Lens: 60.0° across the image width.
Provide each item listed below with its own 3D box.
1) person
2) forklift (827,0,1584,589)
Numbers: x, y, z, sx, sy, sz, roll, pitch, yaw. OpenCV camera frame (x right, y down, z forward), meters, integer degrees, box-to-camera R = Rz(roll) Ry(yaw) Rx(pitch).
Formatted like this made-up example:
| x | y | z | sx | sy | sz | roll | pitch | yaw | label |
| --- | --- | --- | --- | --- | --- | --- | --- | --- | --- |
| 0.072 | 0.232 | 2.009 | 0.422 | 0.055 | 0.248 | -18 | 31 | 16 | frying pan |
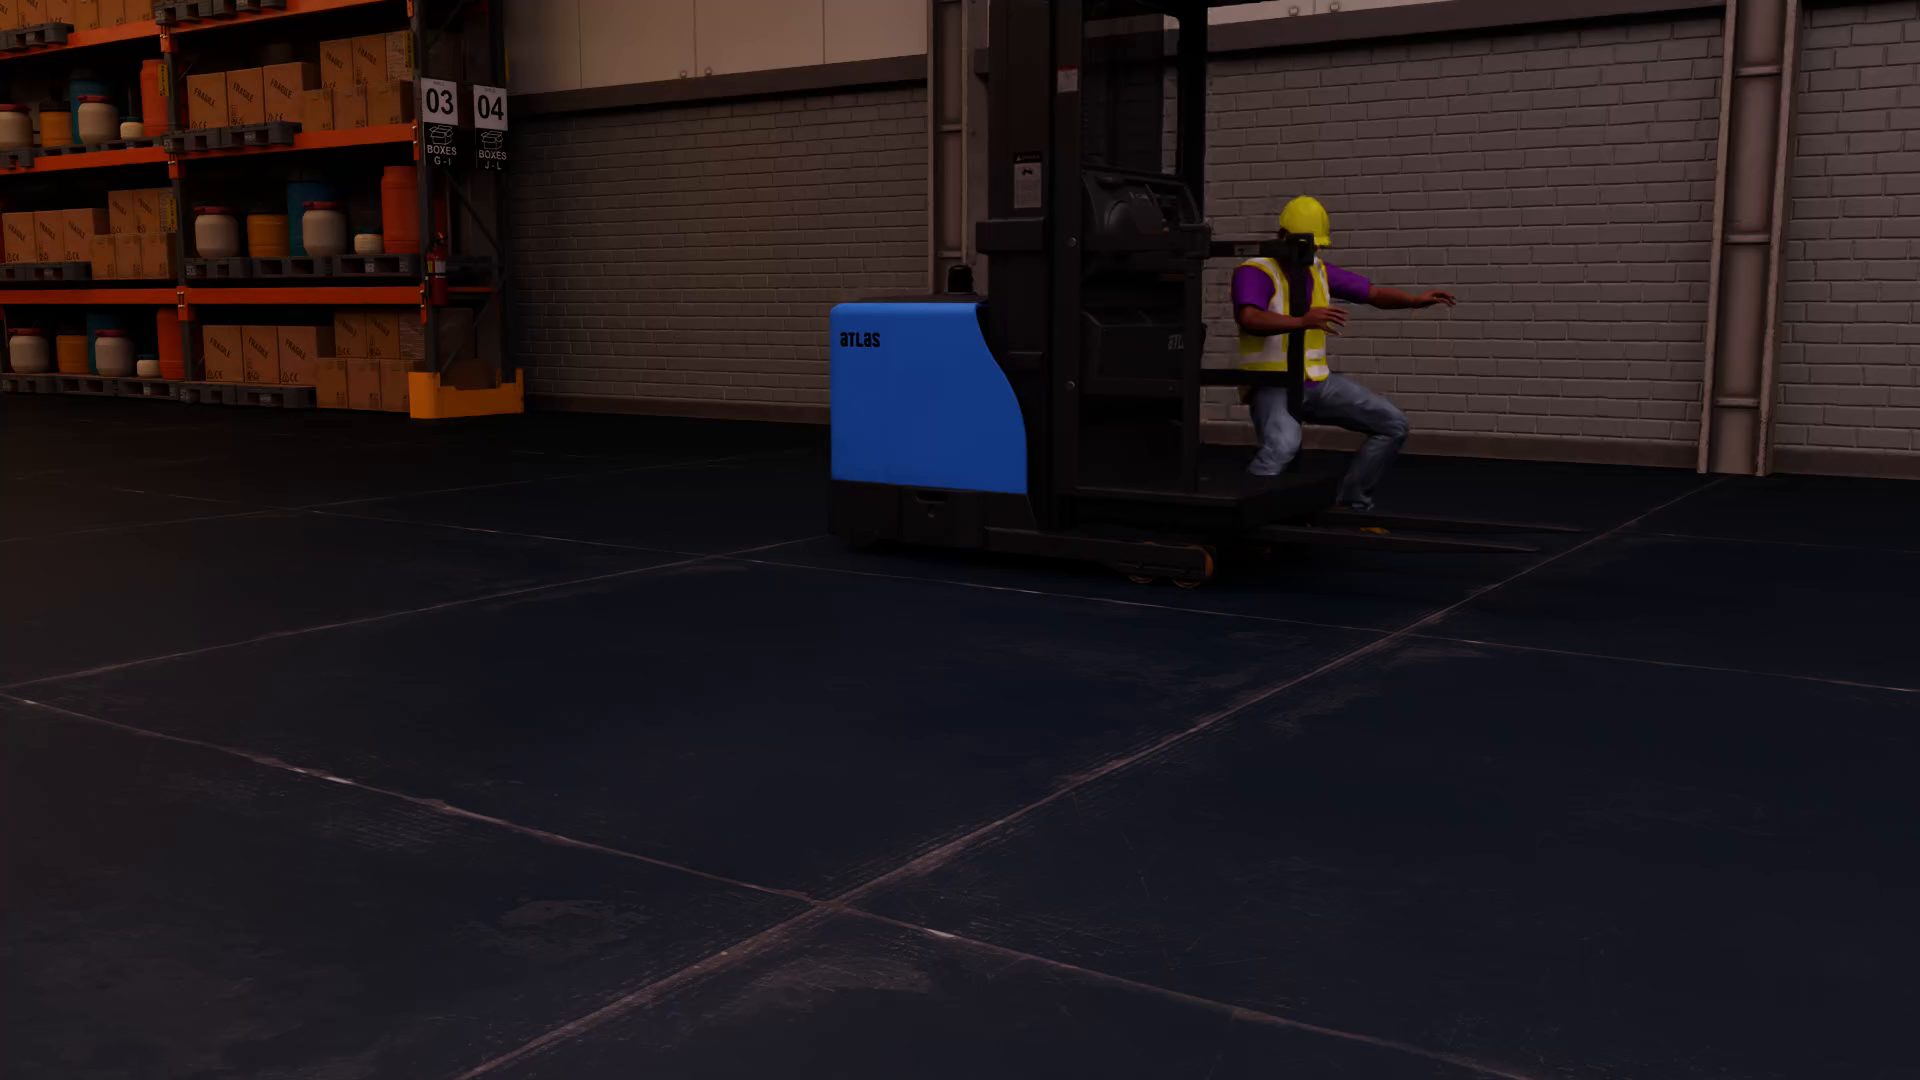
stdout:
| x | y | z | sx | sy | sz | roll | pitch | yaw | label |
| --- | --- | --- | --- | --- | --- | --- | --- | --- | --- |
| 1.525 | -0.710 | 7.195 | 1.081 | 1.534 | 0.733 | -4 | 9 | -28 | person |
| 0.926 | -1.351 | 6.693 | 3.031 | 2.935 | 1.130 | 5 | 10 | 34 | forklift |
